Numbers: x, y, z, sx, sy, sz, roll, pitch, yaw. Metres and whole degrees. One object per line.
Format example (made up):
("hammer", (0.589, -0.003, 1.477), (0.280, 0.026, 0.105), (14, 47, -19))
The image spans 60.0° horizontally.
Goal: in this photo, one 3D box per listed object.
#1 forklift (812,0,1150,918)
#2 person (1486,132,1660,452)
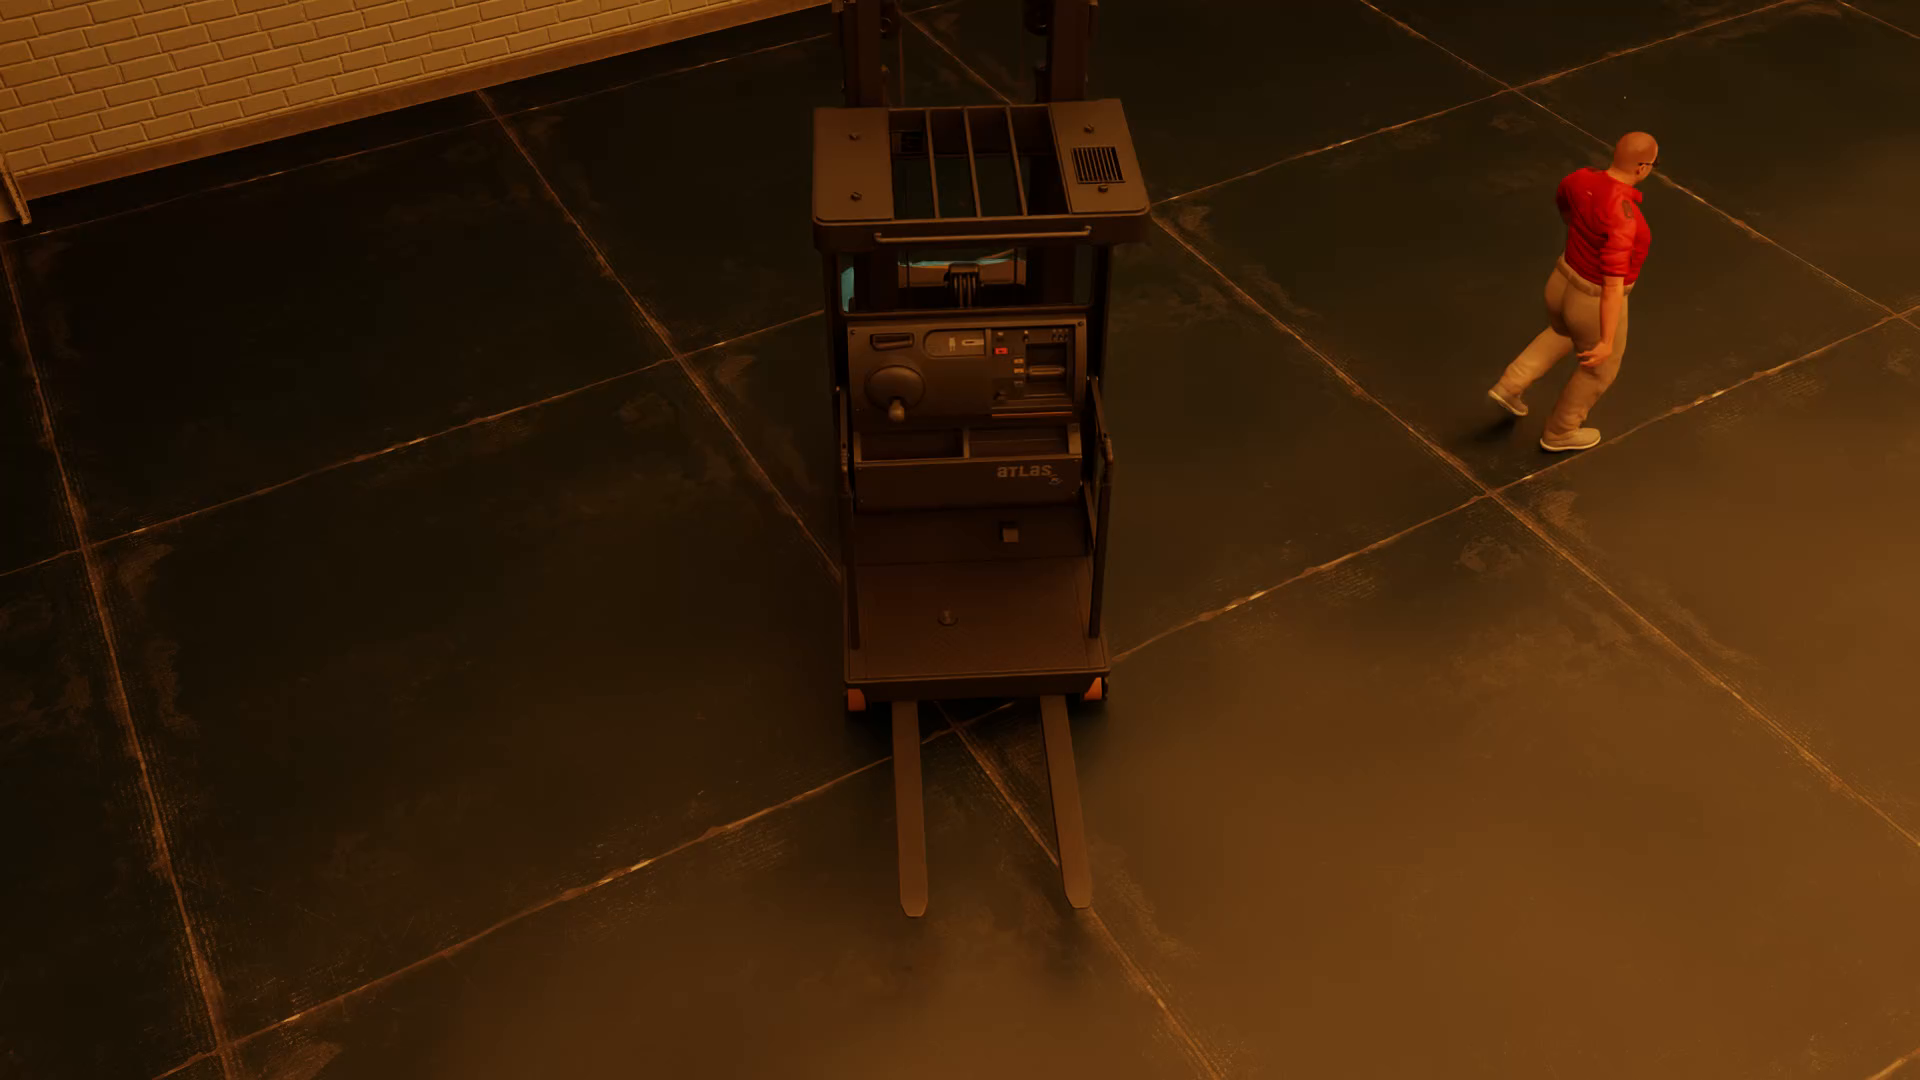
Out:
("forklift", (0.045, -0.581, 6.324), (1.130, 2.935, 3.031), (-2, 43, -3))
("person", (2.947, -1.147, 7.837), (0.533, 1.709, 0.760), (-12, 44, -13))
